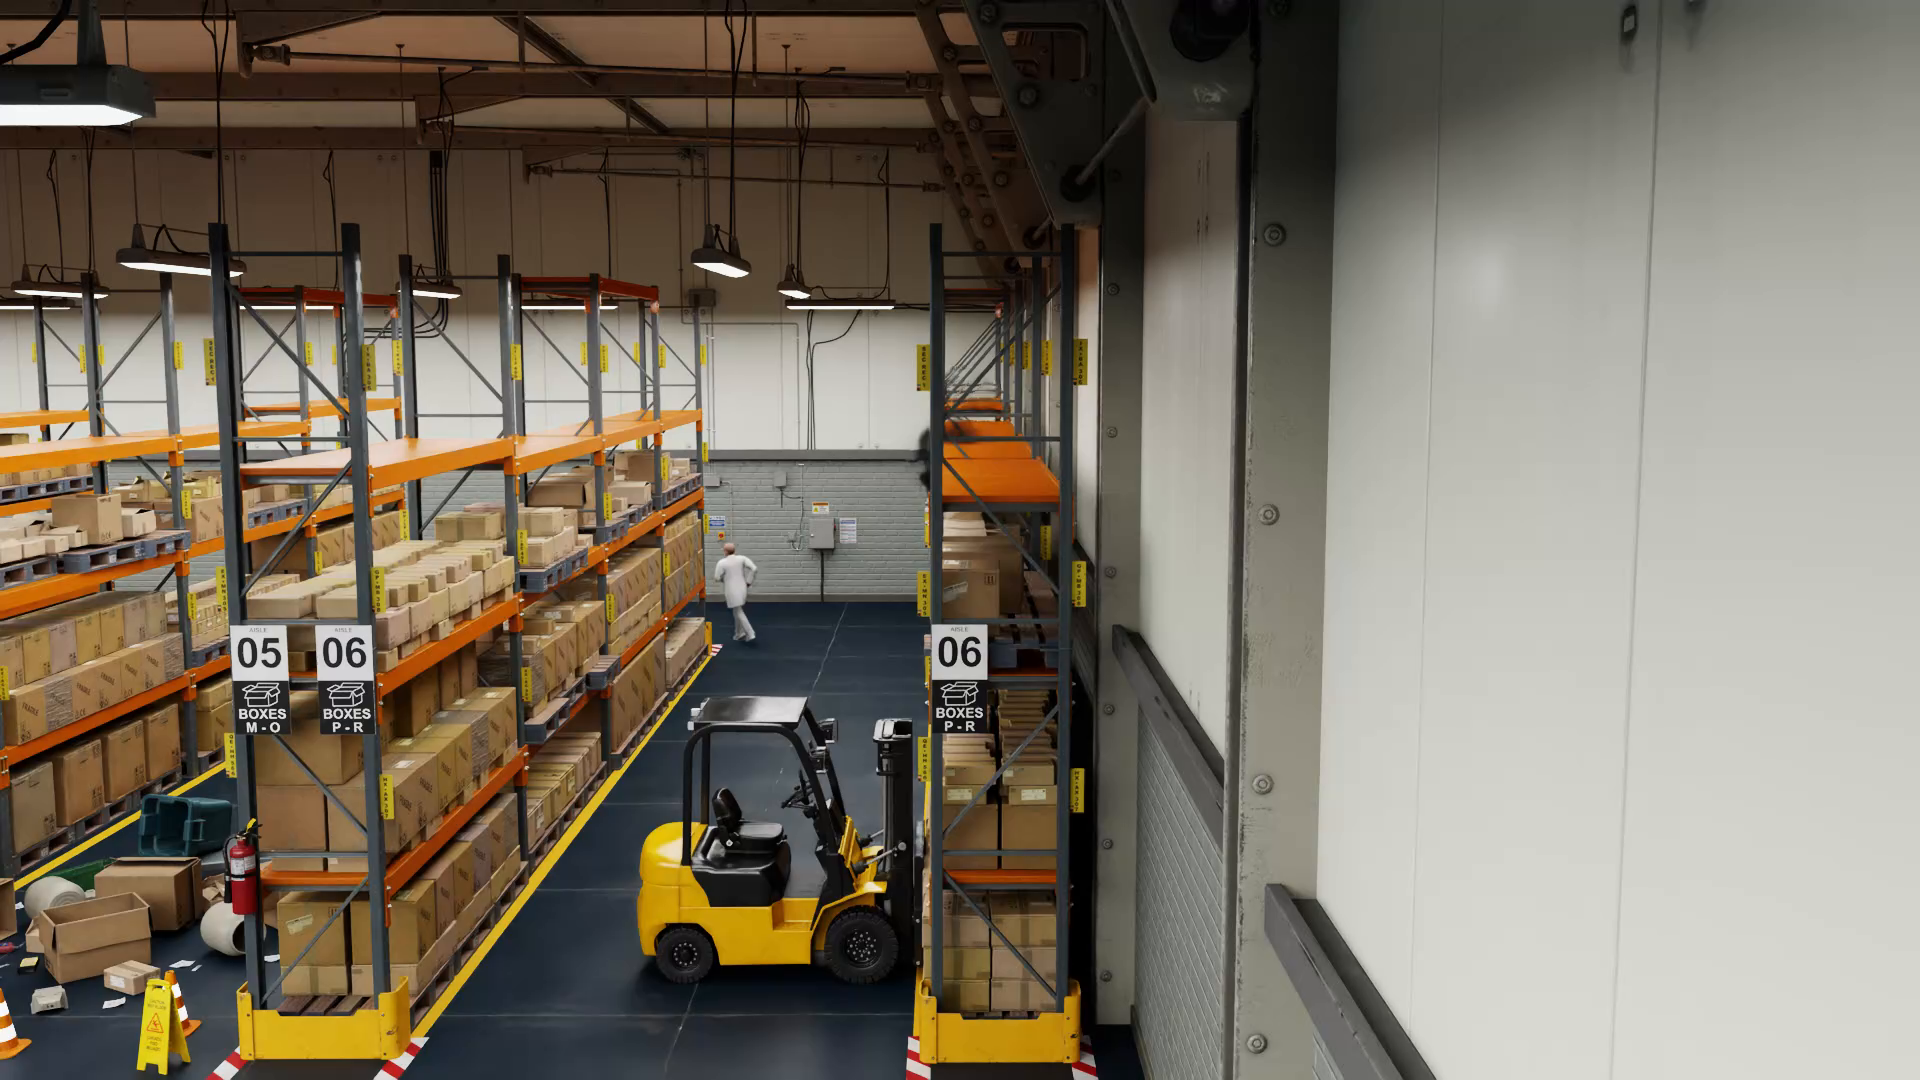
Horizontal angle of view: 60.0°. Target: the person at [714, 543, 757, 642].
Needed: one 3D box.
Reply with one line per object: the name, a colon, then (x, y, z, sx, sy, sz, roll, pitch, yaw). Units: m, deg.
person: (-3.919, 0.939, 28.802, 0.678, 1.797, 0.846, -6, 9, -39)
